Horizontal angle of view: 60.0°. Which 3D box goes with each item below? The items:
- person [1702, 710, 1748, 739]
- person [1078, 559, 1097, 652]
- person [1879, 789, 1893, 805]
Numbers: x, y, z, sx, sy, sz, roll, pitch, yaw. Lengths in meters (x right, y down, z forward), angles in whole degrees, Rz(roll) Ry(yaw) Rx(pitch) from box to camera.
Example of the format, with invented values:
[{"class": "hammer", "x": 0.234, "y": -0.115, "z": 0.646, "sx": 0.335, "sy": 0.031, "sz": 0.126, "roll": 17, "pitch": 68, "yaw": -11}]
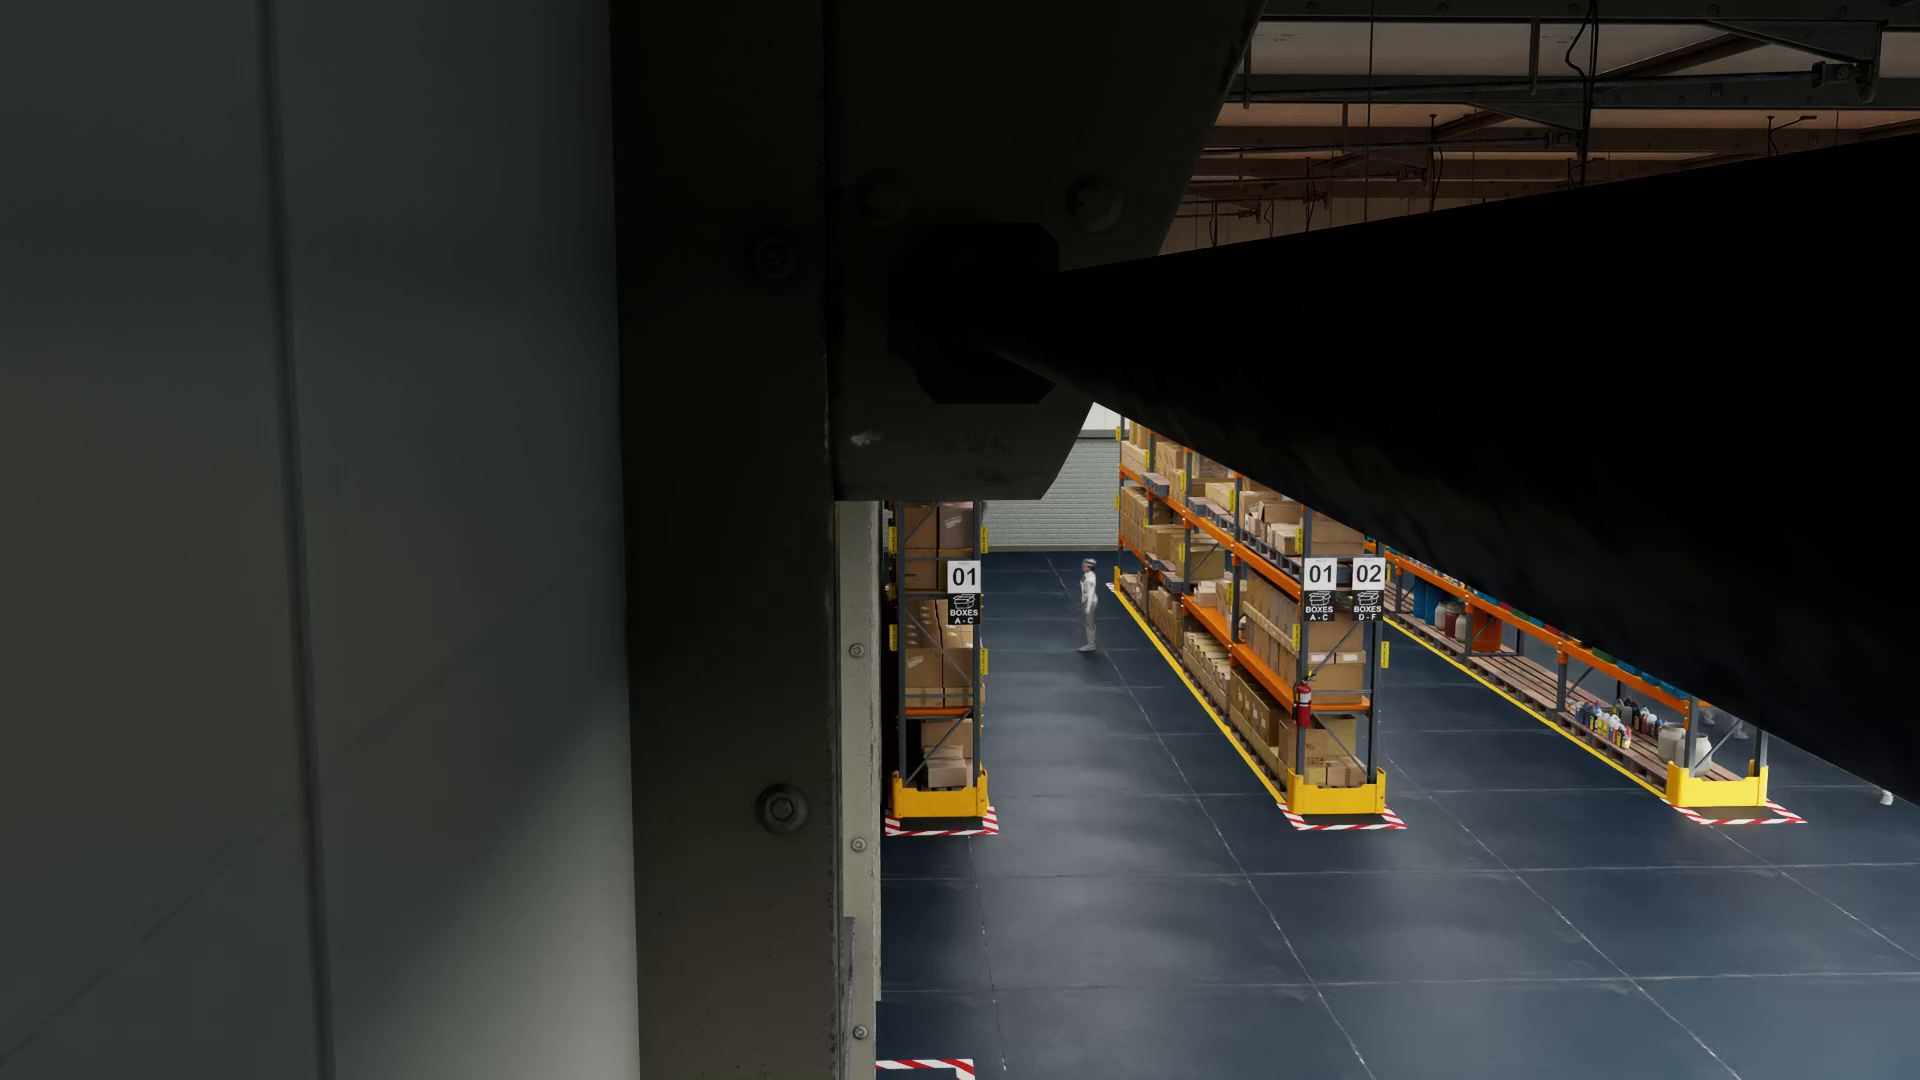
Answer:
[{"class": "person", "x": 11.272, "y": 2.040, "z": 24.345, "sx": 0.609, "sy": 1.624, "sz": 0.953, "roll": 0, "pitch": 8, "yaw": 3}, {"class": "person", "x": 2.309, "y": 1.166, "z": 30.107, "sx": 0.345, "sy": 1.680, "sz": 0.551, "roll": 0, "pitch": 8, "yaw": -2}, {"class": "person", "x": 11.897, "y": 2.432, "z": 21.013, "sx": 0.507, "sy": 1.765, "sz": 0.691, "roll": 4, "pitch": 9, "yaw": 27}]
